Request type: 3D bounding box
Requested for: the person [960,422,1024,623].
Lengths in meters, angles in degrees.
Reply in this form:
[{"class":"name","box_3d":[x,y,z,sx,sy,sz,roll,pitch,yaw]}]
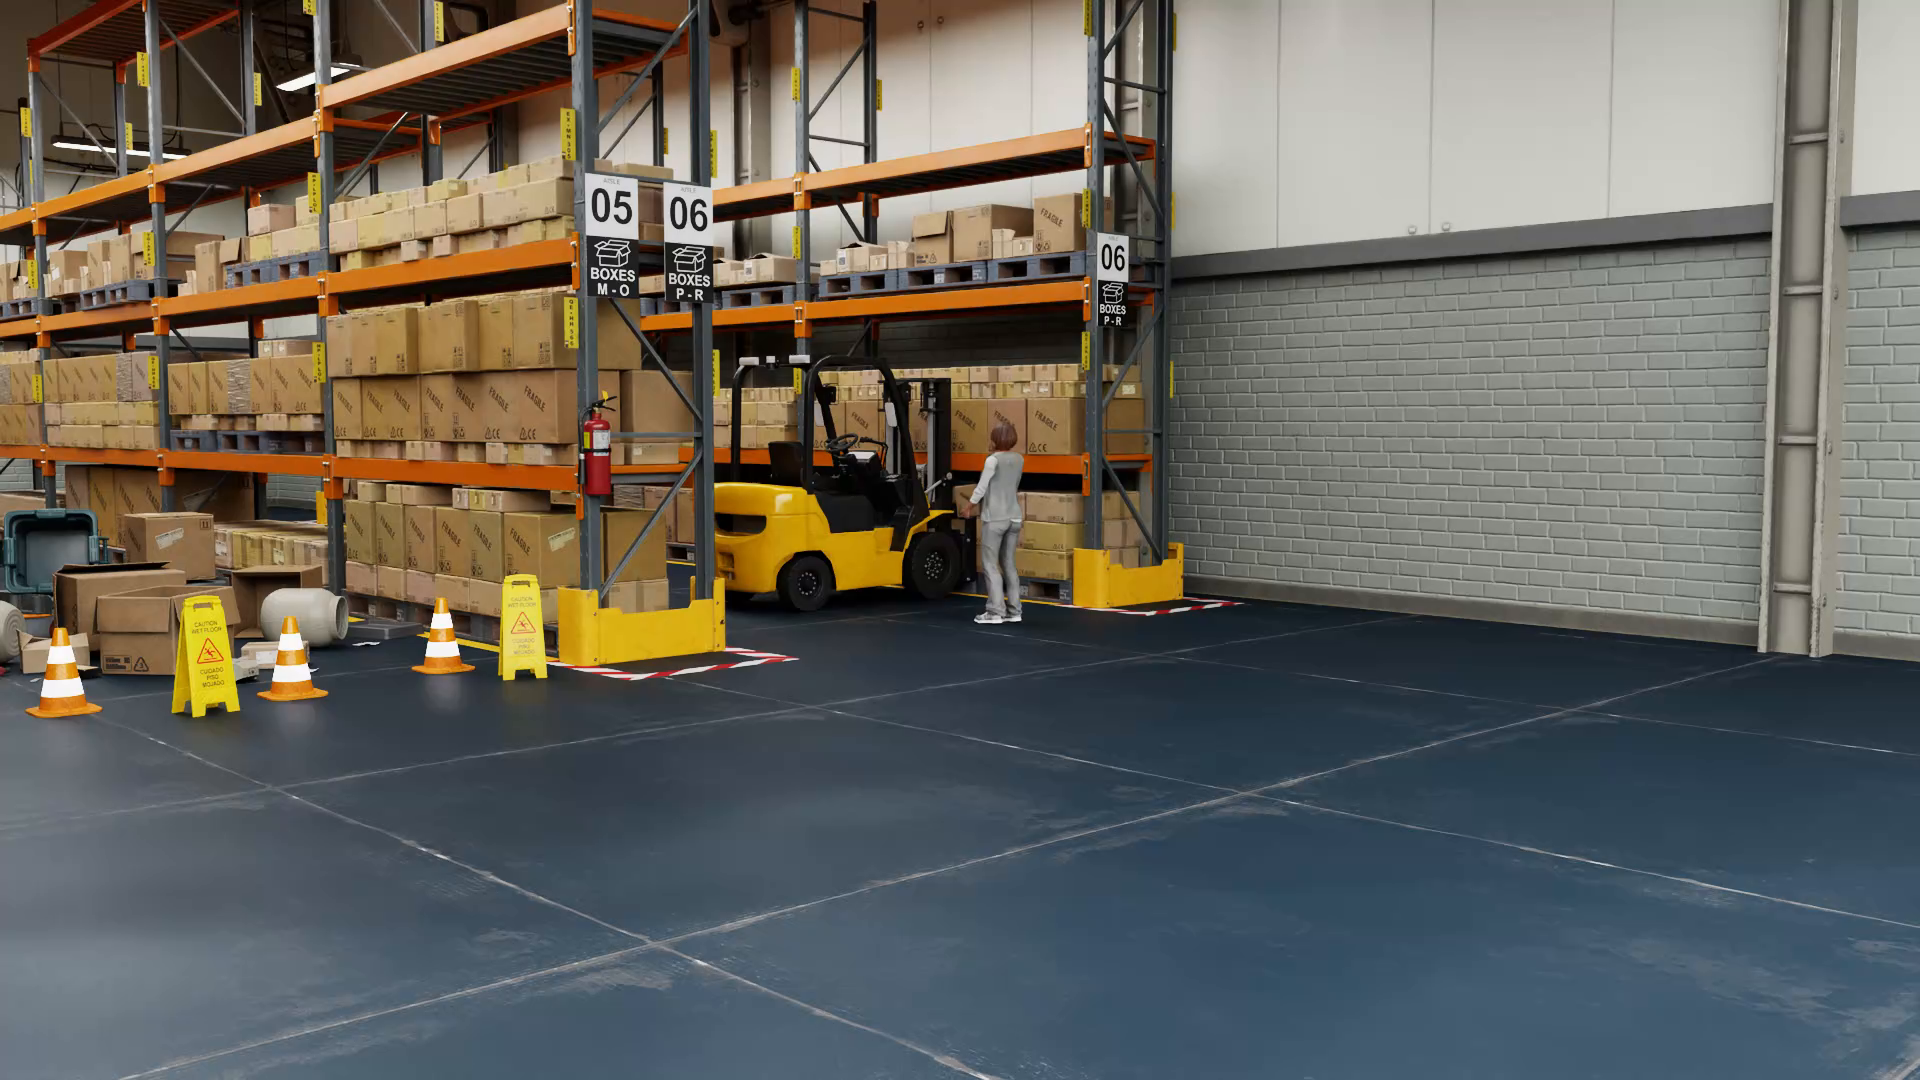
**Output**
[{"class":"person","box_3d":[0.264,-0.137,13.210,0.404,1.592,0.494,-4,6,-43]}]
